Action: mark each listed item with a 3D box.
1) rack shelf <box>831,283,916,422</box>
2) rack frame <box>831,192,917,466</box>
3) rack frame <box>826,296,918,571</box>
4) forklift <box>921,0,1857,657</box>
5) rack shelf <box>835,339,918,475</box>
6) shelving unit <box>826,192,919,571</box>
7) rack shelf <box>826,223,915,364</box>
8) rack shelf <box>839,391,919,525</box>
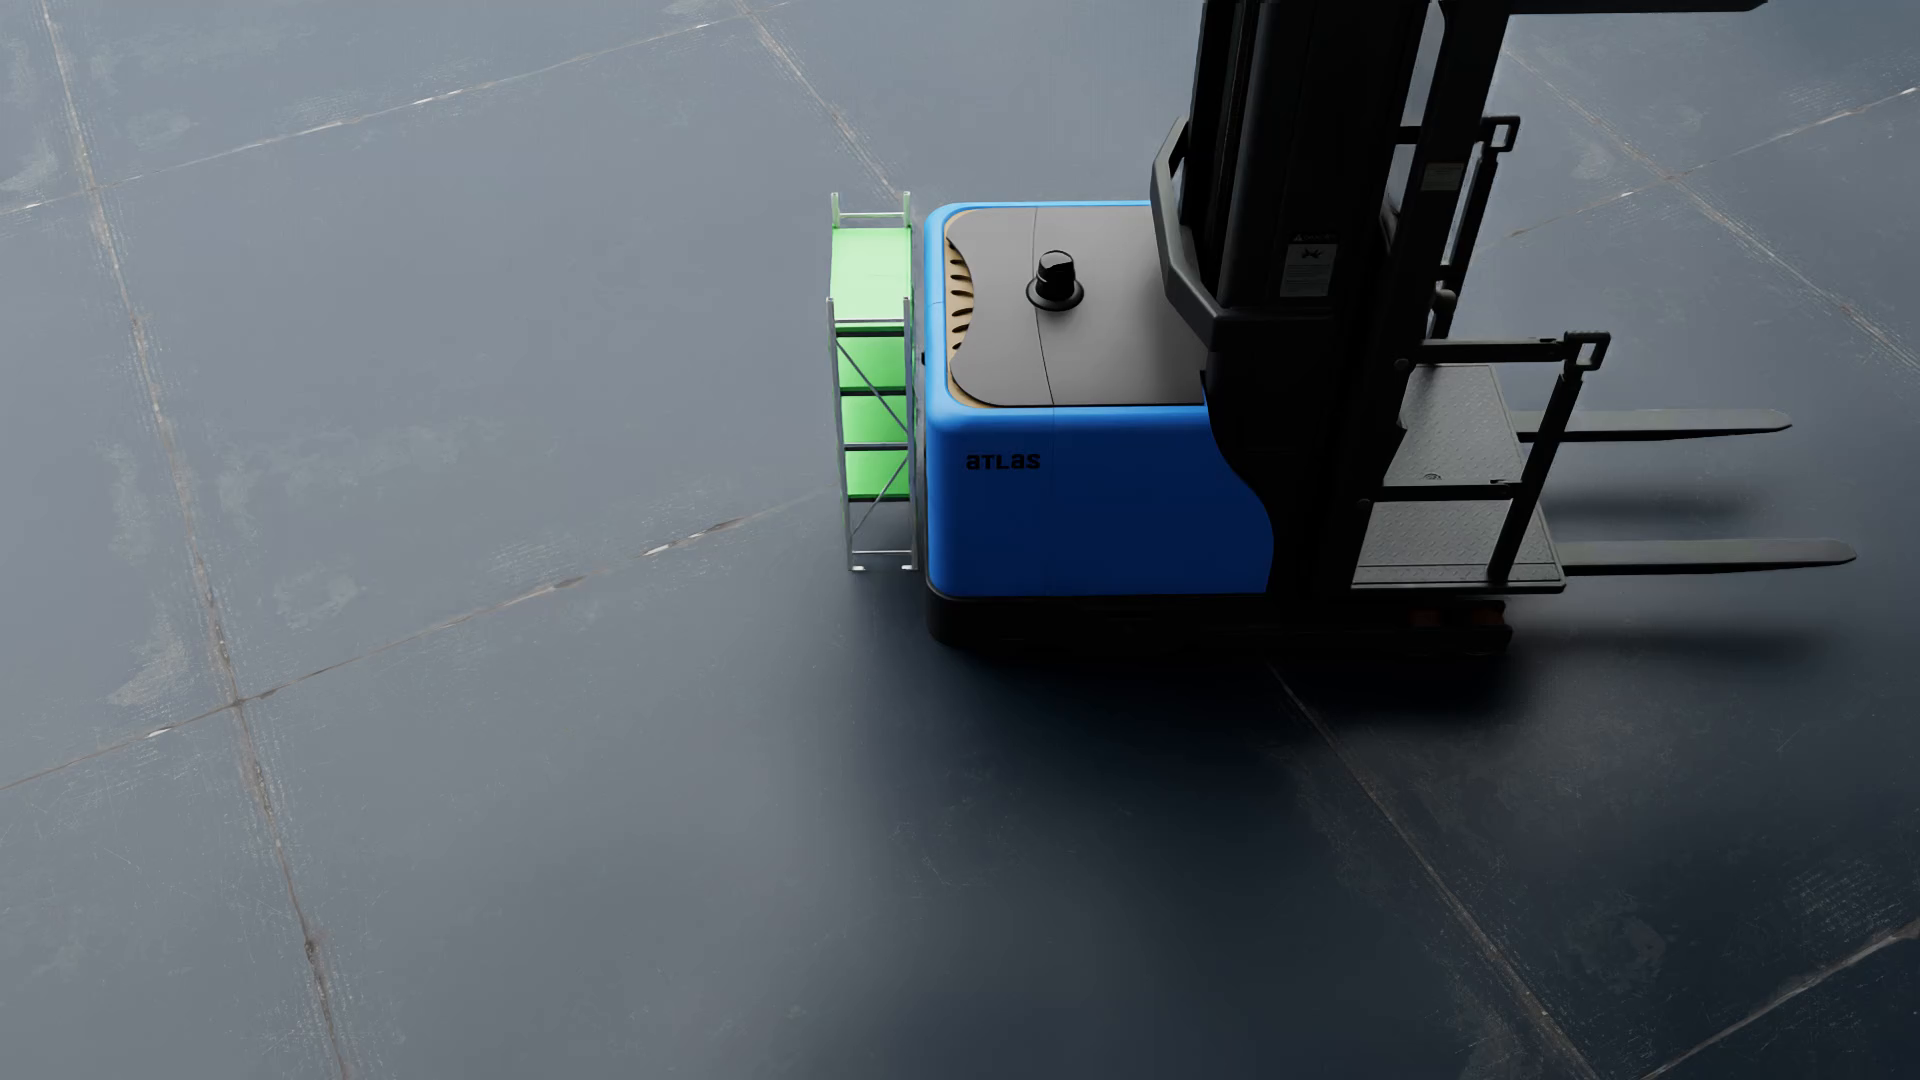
[{"bbox_3d":[-0.268,-0.596,5.240,0.258,0.148,0.480,-1,49,-1],"label":"rack shelf"},{"bbox_3d":[-0.273,-0.664,5.533,0.240,1.200,0.015,-1,49,-1],"label":"rack frame"},{"bbox_3d":[-0.263,-0.296,5.212,0.240,1.200,0.015,-1,49,-1],"label":"rack frame"},{"bbox_3d":[1.397,-0.987,4.666,3.031,2.935,1.130,-1,49,-1],"label":"forklift"},{"bbox_3d":[-0.268,-0.438,5.421,0.258,0.148,0.480,-1,49,-1],"label":"rack shelf"},{"bbox_3d":[-0.268,-0.480,5.373,0.258,1.200,0.503,-1,49,-1],"label":"shelving unit"},{"bbox_3d":[-0.268,-0.754,5.059,0.258,0.148,0.480,-1,49,-1],"label":"rack shelf"},{"bbox_3d":[-0.268,-0.280,5.601,0.258,0.148,0.480,-1,49,-1],"label":"rack shelf"}]
